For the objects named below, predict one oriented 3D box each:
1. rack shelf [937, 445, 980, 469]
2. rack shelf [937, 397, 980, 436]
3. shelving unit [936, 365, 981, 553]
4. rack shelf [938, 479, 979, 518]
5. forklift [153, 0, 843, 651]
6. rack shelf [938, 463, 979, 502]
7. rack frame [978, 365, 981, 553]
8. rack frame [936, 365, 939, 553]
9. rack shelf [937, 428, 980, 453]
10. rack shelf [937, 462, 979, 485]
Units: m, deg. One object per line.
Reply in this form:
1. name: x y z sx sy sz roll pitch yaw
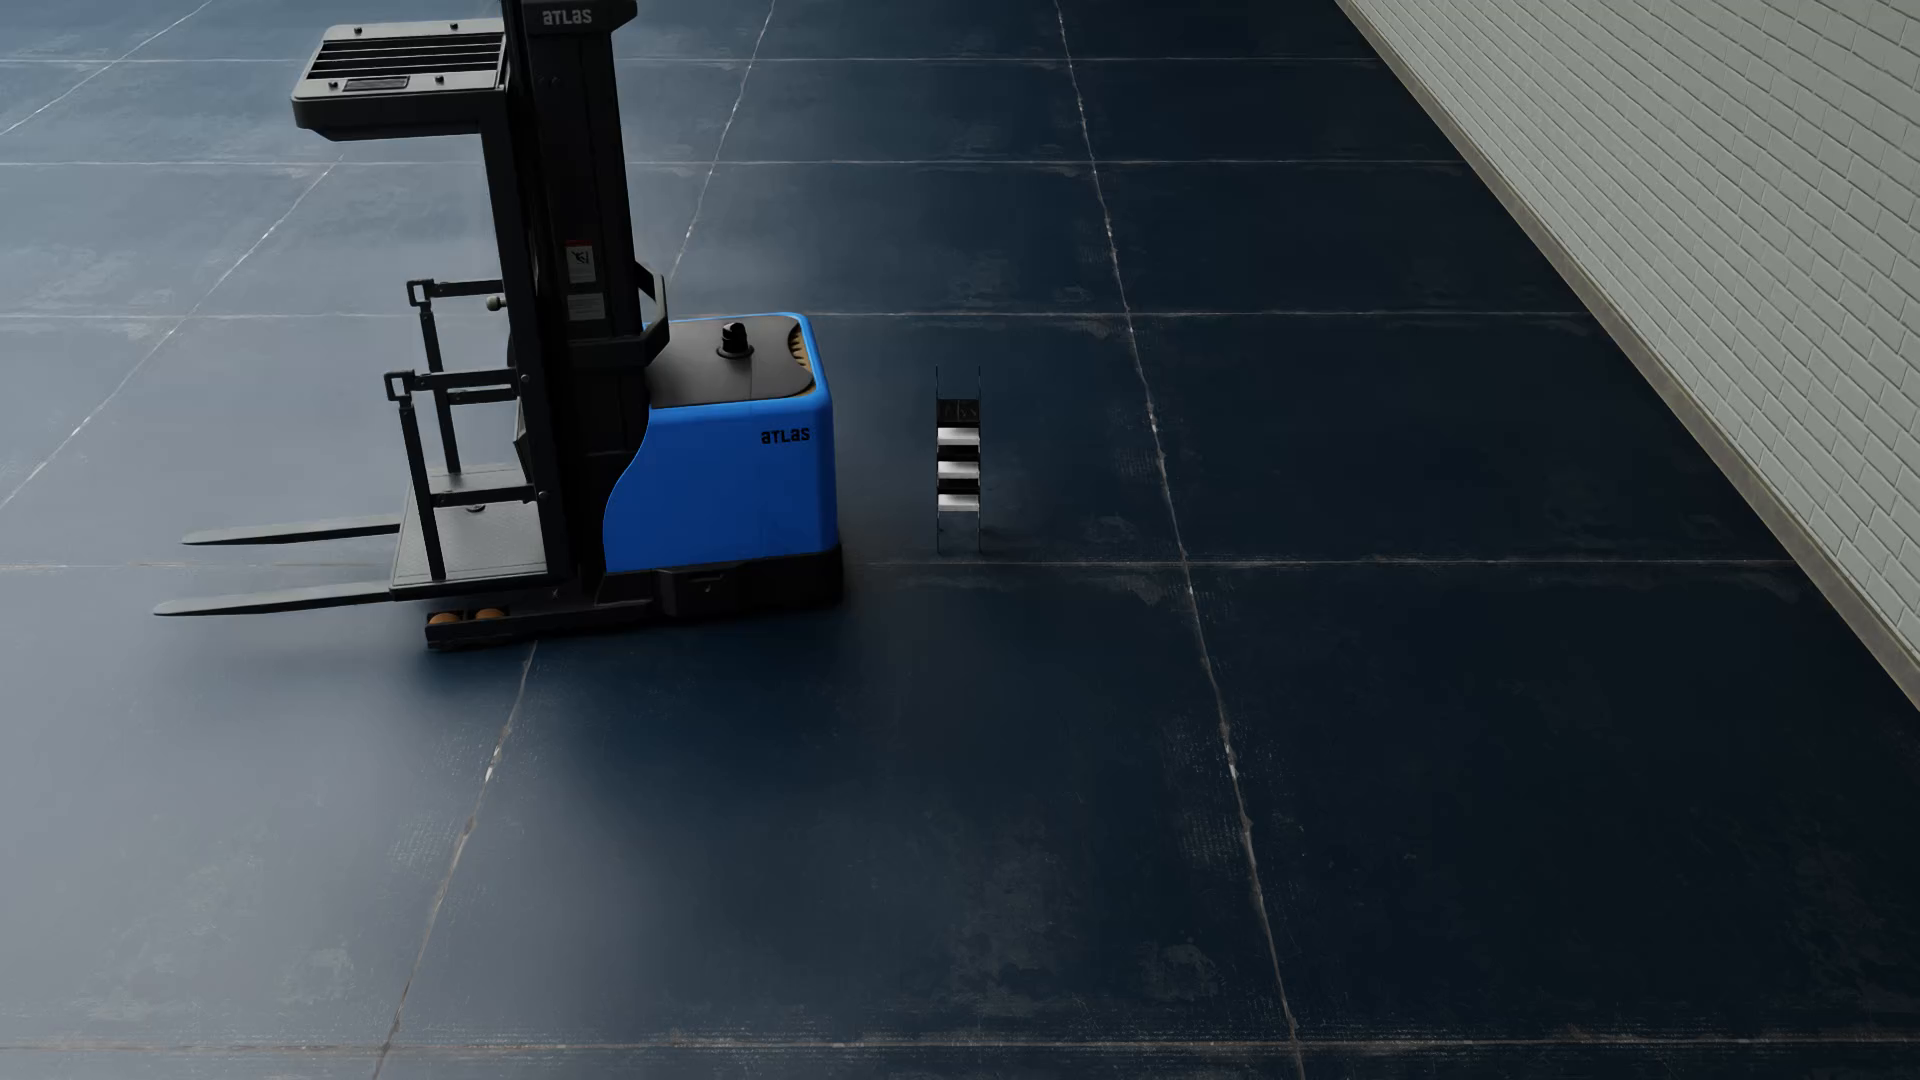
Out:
1. rack shelf: -0.008 -0.433 7.987 0.200 0.077 0.258 0 31 0
2. rack shelf: -0.008 -0.587 7.894 0.200 0.077 0.258 0 31 0
3. shelving unit: -0.008 -0.385 8.017 0.210 0.900 0.258 0 31 0
4. rack shelf: -0.008 -0.202 8.127 0.200 0.077 0.258 0 31 0
5. forklift: -2.113 -1.056 7.165 3.031 2.935 1.130 -6 32 -9
6. rack shelf: -0.008 -0.279 8.081 0.200 0.077 0.258 0 31 0
7. rack frame: 0.094 -0.385 8.017 0.006 0.900 0.240 0 31 0
8. rack frame: -0.110 -0.384 8.016 0.006 0.900 0.240 0 31 0
9. rack shelf: -0.008 -0.510 7.940 0.200 0.077 0.258 0 31 0
10. rack shelf: -0.008 -0.356 8.034 0.200 0.077 0.258 0 31 0
